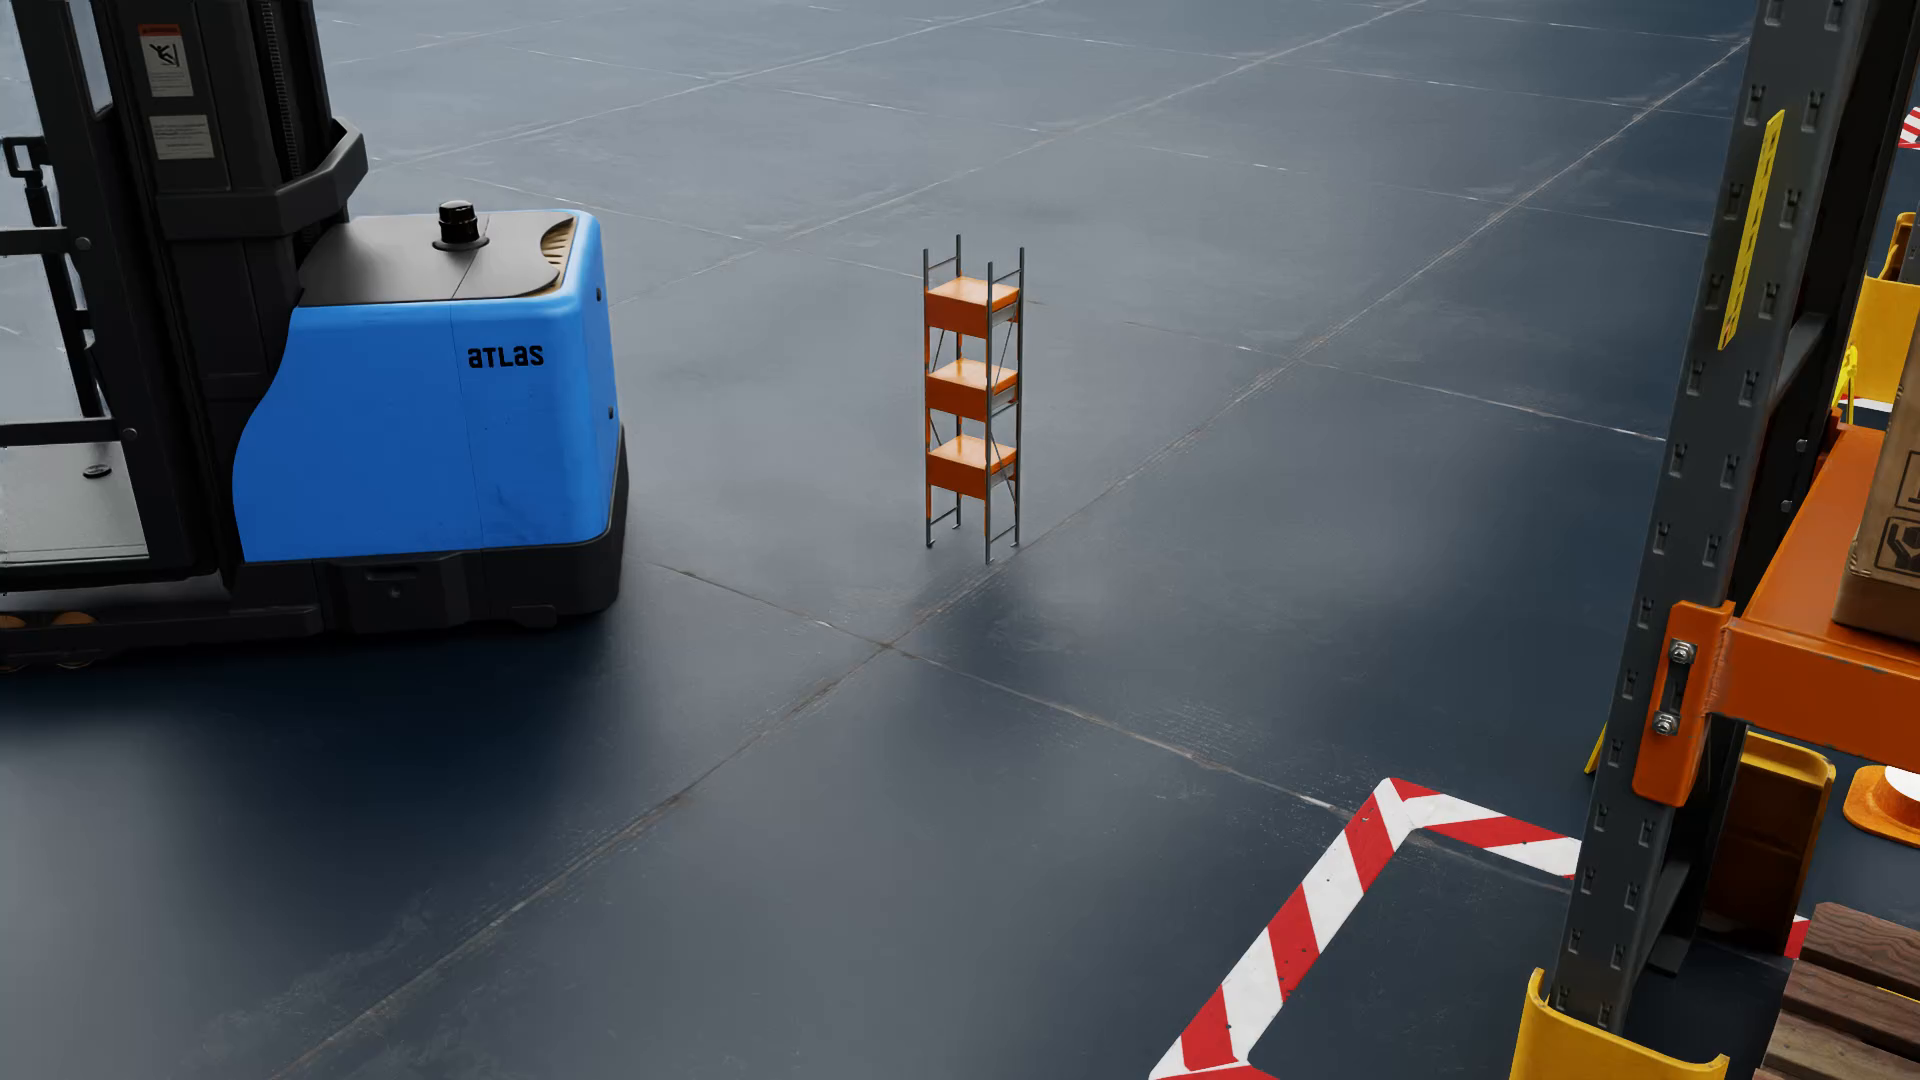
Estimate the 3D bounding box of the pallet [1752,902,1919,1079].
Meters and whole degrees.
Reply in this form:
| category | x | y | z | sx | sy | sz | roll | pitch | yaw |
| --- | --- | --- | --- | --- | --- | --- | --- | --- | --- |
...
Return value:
| category | x | y | z | sx | sy | sz | roll | pitch | yaw |
| --- | --- | --- | --- | --- | --- | --- | --- | --- | --- |
| pallet | 2.132 | 1.234 | 3.093 | 1.213 | 0.211 | 1.003 | 17 | 32 | 30 |

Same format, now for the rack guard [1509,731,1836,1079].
| category | x | y | z | sx | sy | sz | roll | pitch | yaw |
| --- | --- | --- | --- | --- | --- | --- | --- | --- | --- |
| rack guard | 1.483 | 0.883 | 3.463 | 0.348 | 0.500 | 1.175 | 17 | 32 | 30 |

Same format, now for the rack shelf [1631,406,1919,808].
| category | x | y | z | sx | sy | sz | roll | pitch | yaw |
| --- | --- | --- | --- | --- | --- | --- | --- | --- | --- |
| rack shelf | 3.069 | 0.584 | 2.089 | 4.000 | 0.370 | 1.077 | 17 | 32 | 30 |

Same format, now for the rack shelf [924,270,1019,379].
| category | x | y | z | sx | sy | sz | roll | pitch | yaw |
| --- | --- | --- | --- | --- | --- | --- | --- | --- | --- |
| rack shelf | 0.044 | -0.698 | 5.361 | 0.240 | 0.259 | 0.215 | 17 | 32 | 30 |

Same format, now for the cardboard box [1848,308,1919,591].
| category | x | y | z | sx | sy | sz | roll | pitch | yaw |
| --- | --- | --- | --- | --- | --- | --- | --- | --- | --- |
| cardboard box | 1.654 | -0.202 | 2.402 | 0.500 | 0.500 | 0.500 | 17 | 31 | 30 |

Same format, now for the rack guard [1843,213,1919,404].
| category | x | y | z | sx | sy | sz | roll | pitch | yaw |
| --- | --- | --- | --- | --- | --- | --- | --- | --- | --- |
| rack guard | 4.120 | -1.019 | 7.201 | 0.348 | 0.500 | 1.175 | 17 | 32 | 30 |

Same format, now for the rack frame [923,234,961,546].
| category | x | y | z | sx | sy | sz | roll | pitch | yaw |
| --- | --- | --- | --- | --- | --- | --- | --- | --- | --- |
| rack frame | -0.056 | -0.485 | 5.546 | 0.008 | 1.050 | 0.200 | 17 | 32 | 30 |

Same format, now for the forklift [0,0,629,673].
| category | x | y | z | sx | sy | sz | roll | pitch | yaw |
| --- | --- | --- | --- | --- | --- | --- | --- | --- | --- |
| forklift | -2.637 | -1.164 | 4.806 | 3.031 | 2.935 | 1.130 | -3 | 27 | -7 |

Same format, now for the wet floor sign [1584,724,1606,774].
| category | x | y | z | sx | sy | sz | roll | pitch | yaw |
| --- | --- | --- | --- | --- | --- | --- | --- | --- | --- |
| wet floor sign | 1.869 | 0.350 | 4.350 | 0.267 | 0.644 | 0.232 | -18 | 32 | -31 |

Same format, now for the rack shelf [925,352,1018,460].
| category | x | y | z | sx | sy | sz | roll | pitch | yaw |
| --- | --- | --- | --- | --- | --- | --- | --- | --- | --- |
| rack shelf | 0.044 | -0.445 | 5.490 | 0.240 | 0.259 | 0.215 | 17 | 32 | 30 |

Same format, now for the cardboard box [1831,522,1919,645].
| category | x | y | z | sx | sy | sz | roll | pitch | yaw |
| --- | --- | --- | --- | --- | --- | --- | --- | --- | --- |
| cardboard box | 1.583 | 0.026 | 2.668 | 0.250 | 0.149 | 0.380 | 17 | 32 | 31 |

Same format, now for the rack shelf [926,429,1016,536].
| category | x | y | z | sx | sy | sz | roll | pitch | yaw |
| --- | --- | --- | --- | --- | --- | --- | --- | --- | --- |
| rack shelf | 0.044 | -0.197 | 5.616 | 0.240 | 0.259 | 0.215 | 17 | 32 | 30 |

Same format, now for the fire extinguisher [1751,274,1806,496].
| category | x | y | z | sx | sy | sz | roll | pitch | yaw |
| --- | --- | --- | --- | --- | --- | --- | --- | --- | --- |
| fire extinguisher | 1.587 | -0.417 | 3.348 | 0.183 | 0.674 | 0.296 | 17 | 32 | 30 |

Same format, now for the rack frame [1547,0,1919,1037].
| category | x | y | z | sx | sy | sz | roll | pitch | yaw |
| --- | --- | --- | --- | --- | --- | --- | --- | --- | --- |
| rack frame | 1.420 | -0.250 | 2.935 | 0.127 | 3.000 | 1.000 | 17 | 32 | 30 |

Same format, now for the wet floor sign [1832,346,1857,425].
| category | x | y | z | sx | sy | sz | roll | pitch | yaw |
| --- | --- | --- | --- | --- | --- | --- | --- | --- | --- |
| wet floor sign | 2.994 | -0.345 | 5.716 | 0.232 | 0.644 | 0.267 | 12 | 29 | 22 |

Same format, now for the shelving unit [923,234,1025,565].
| category | x | y | z | sx | sy | sz | roll | pitch | yaw |
| --- | --- | --- | --- | --- | --- | --- | --- | --- | --- |
| shelving unit | 0.044 | -0.454 | 5.485 | 0.252 | 1.050 | 0.215 | 17 | 32 | 30 |

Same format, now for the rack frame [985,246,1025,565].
| category | x | y | z | sx | sy | sz | roll | pitch | yaw |
| --- | --- | --- | --- | --- | --- | --- | --- | --- | --- |
| rack frame | 0.145 | -0.423 | 5.423 | 0.008 | 1.050 | 0.200 | 17 | 32 | 30 |

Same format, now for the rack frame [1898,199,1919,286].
| category | x | y | z | sx | sy | sz | roll | pitch | yaw |
| --- | --- | --- | --- | --- | --- | --- | --- | --- | --- |
| rack frame | 4.139 | -2.127 | 6.622 | 0.127 | 3.000 | 1.000 | 17 | 32 | 30 |

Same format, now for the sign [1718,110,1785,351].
| category | x | y | z | sx | sy | sz | roll | pitch | yaw |
| --- | --- | --- | --- | --- | --- | --- | --- | --- | --- |
| sign | 1.113 | -0.433 | 2.340 | 0.005 | 0.325 | 0.100 | 17 | 32 | 30 |

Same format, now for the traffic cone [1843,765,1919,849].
| category | x | y | z | sx | sy | sz | roll | pitch | yaw |
| --- | --- | --- | --- | --- | --- | --- | --- | --- | --- |
| traffic cone | 2.505 | 0.508 | 4.241 | 0.334 | 0.463 | 0.336 | 17 | 32 | 30 |
